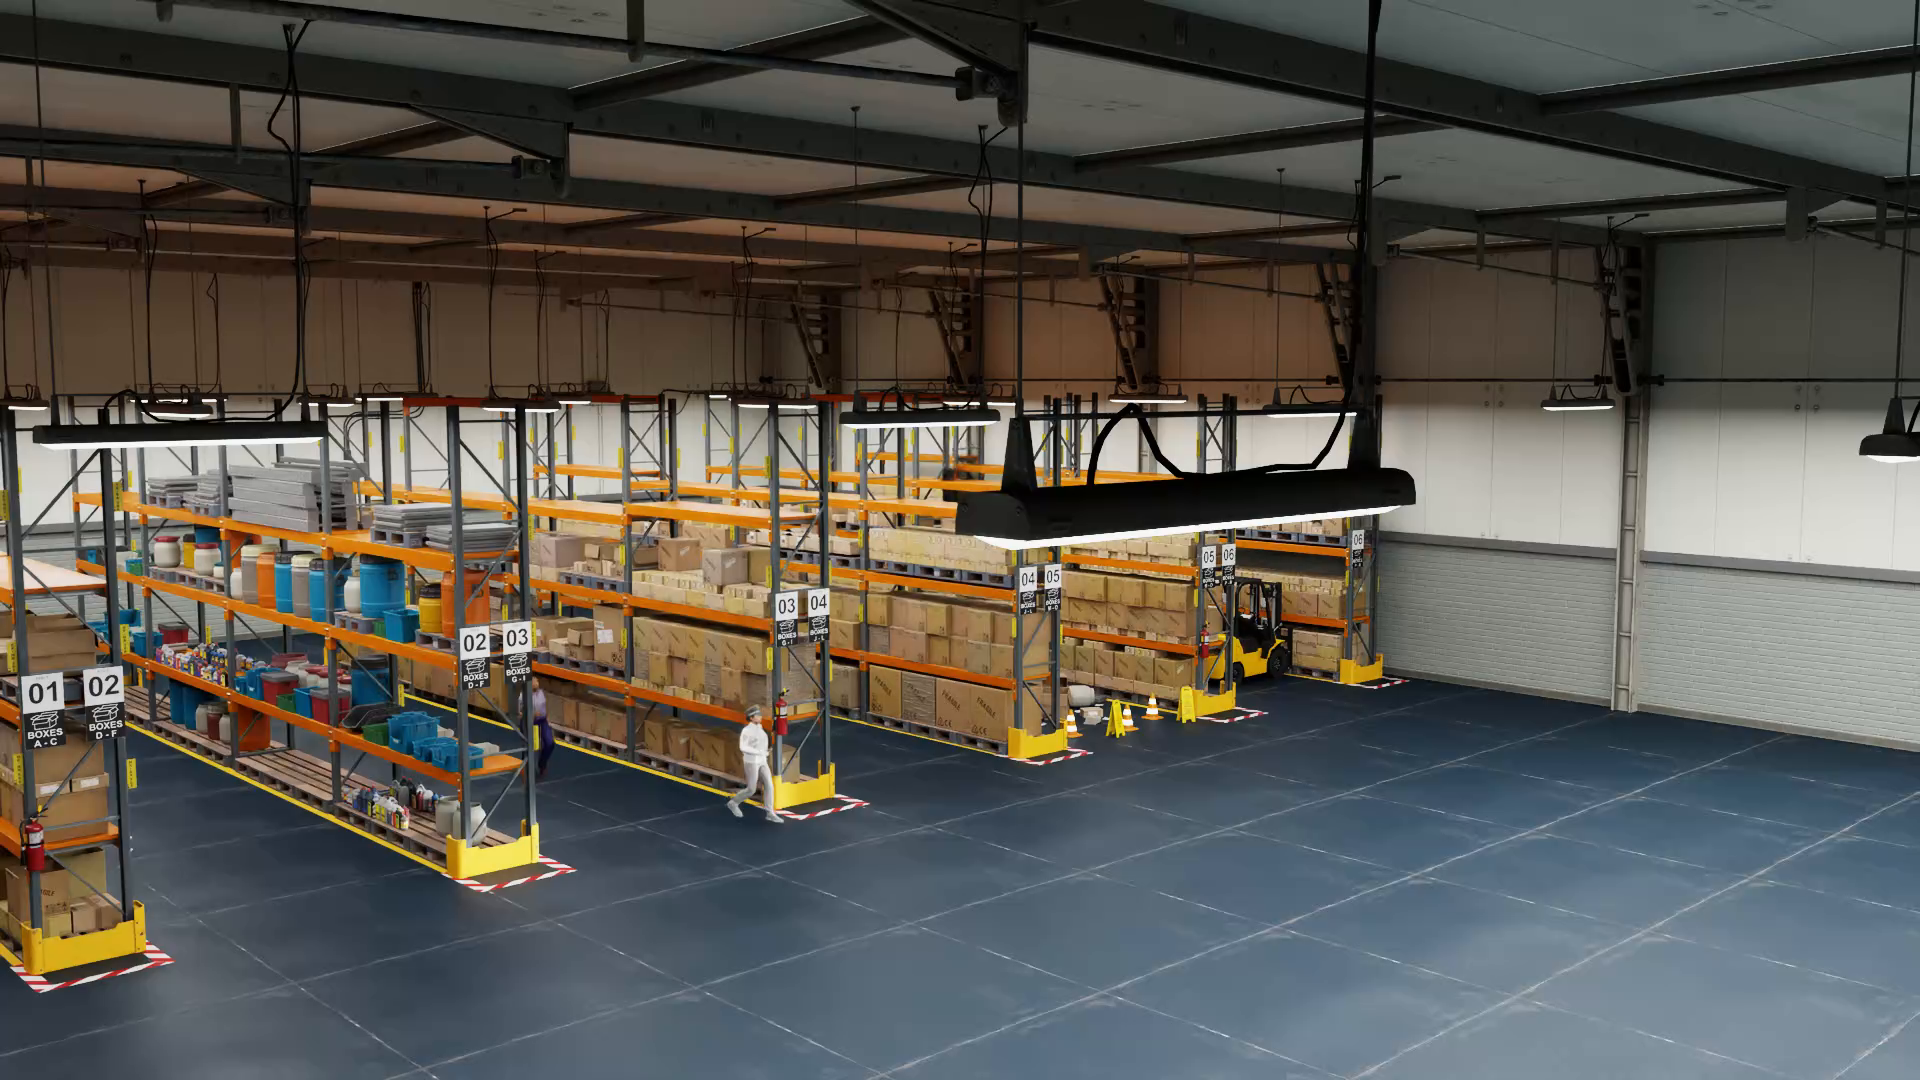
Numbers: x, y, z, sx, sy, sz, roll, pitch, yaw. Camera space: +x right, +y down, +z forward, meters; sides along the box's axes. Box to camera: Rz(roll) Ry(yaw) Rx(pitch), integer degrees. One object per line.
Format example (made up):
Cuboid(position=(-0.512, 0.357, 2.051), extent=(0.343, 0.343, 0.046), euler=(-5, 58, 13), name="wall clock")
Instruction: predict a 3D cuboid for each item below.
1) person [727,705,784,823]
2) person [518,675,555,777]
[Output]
Cuboid(position=(-2.917, 3.186, 23.747), extent=(0.883, 1.680, 0.642), euler=(3, 6, 26), name="person")
Cuboid(position=(-6.744, 2.974, 26.440), extent=(0.680, 1.667, 0.580), euler=(5, 8, 45), name="person")
